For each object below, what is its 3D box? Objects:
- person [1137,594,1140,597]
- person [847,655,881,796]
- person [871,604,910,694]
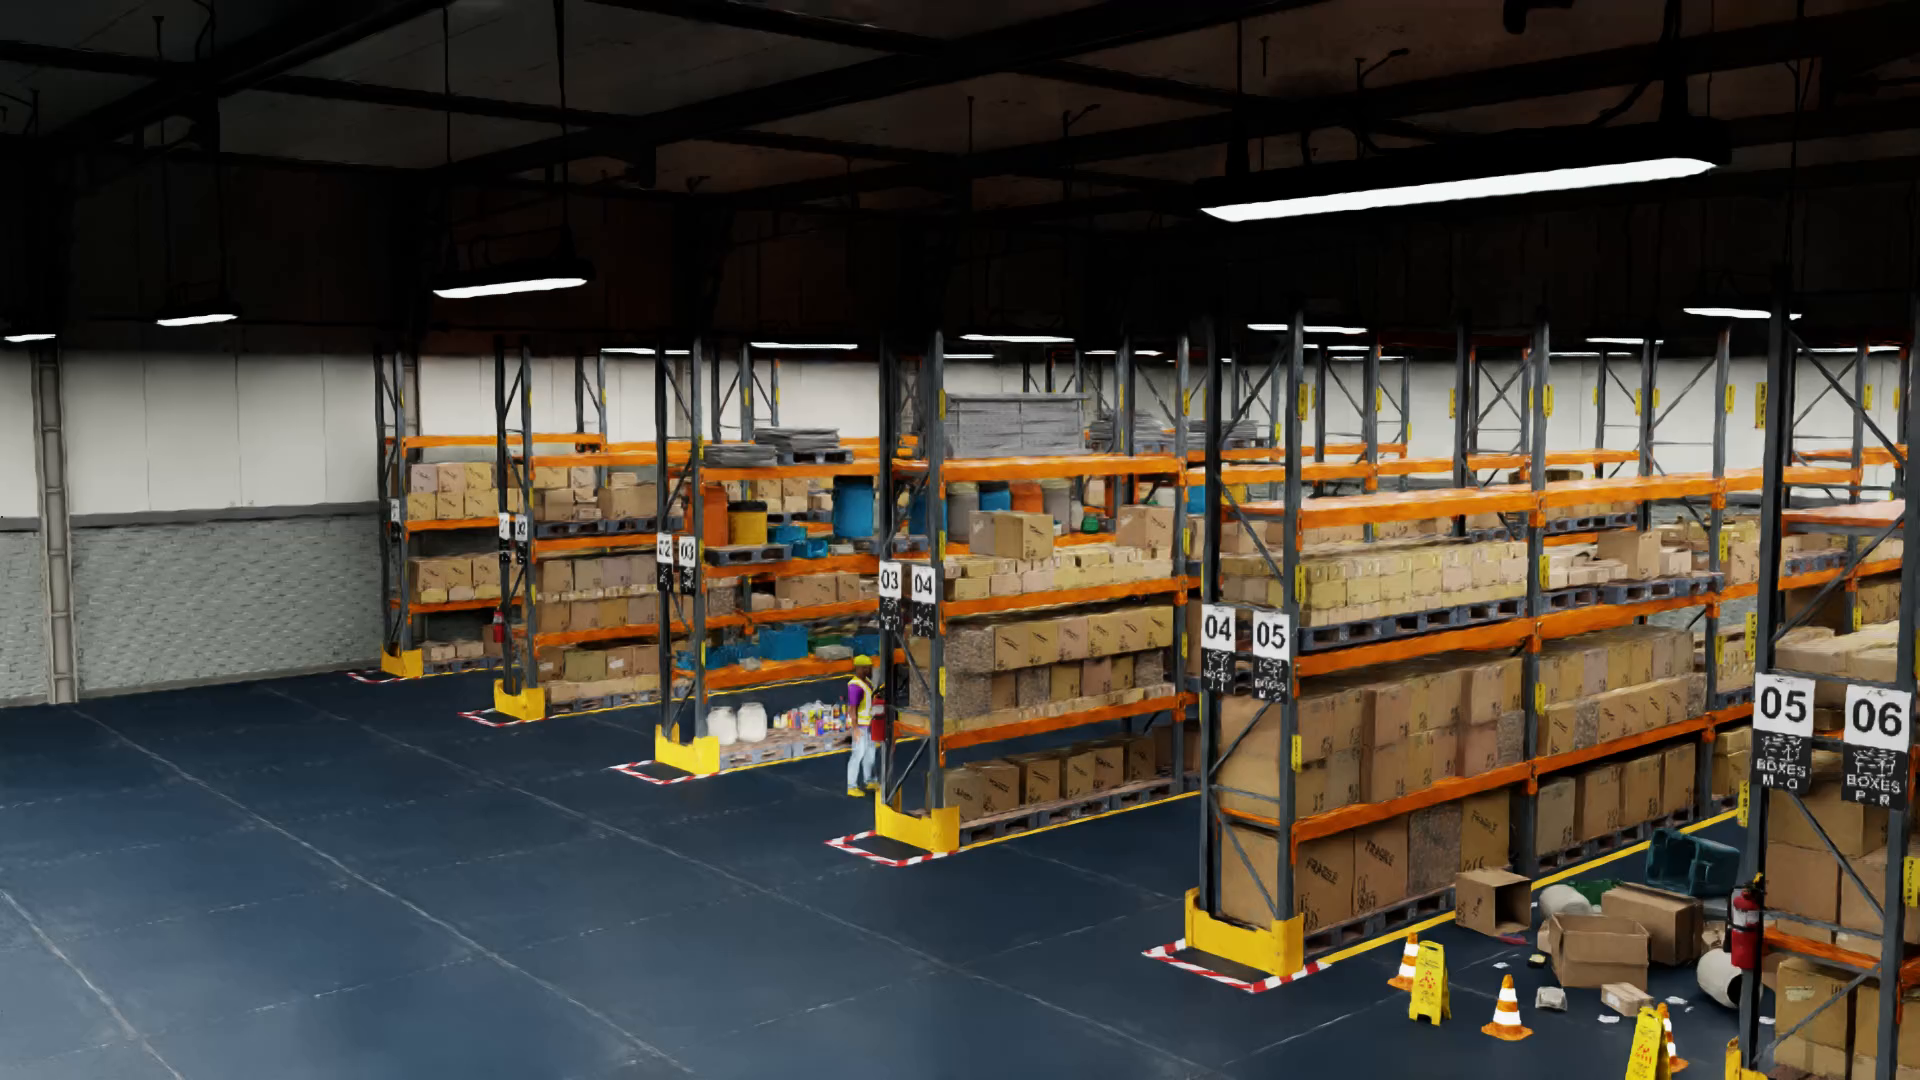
[{"bbox_3d":[3.930,0.919,37.801,0.512,1.632,0.639,-5,7,-42],"label":"person"},{"bbox_3d":[-1.193,2.346,21.169,0.453,1.759,0.632,2,6,19],"label":"person"},{"bbox_3d":[-1.199,1.832,27.781,1.000,1.605,0.493,-5,7,-41],"label":"person"}]
